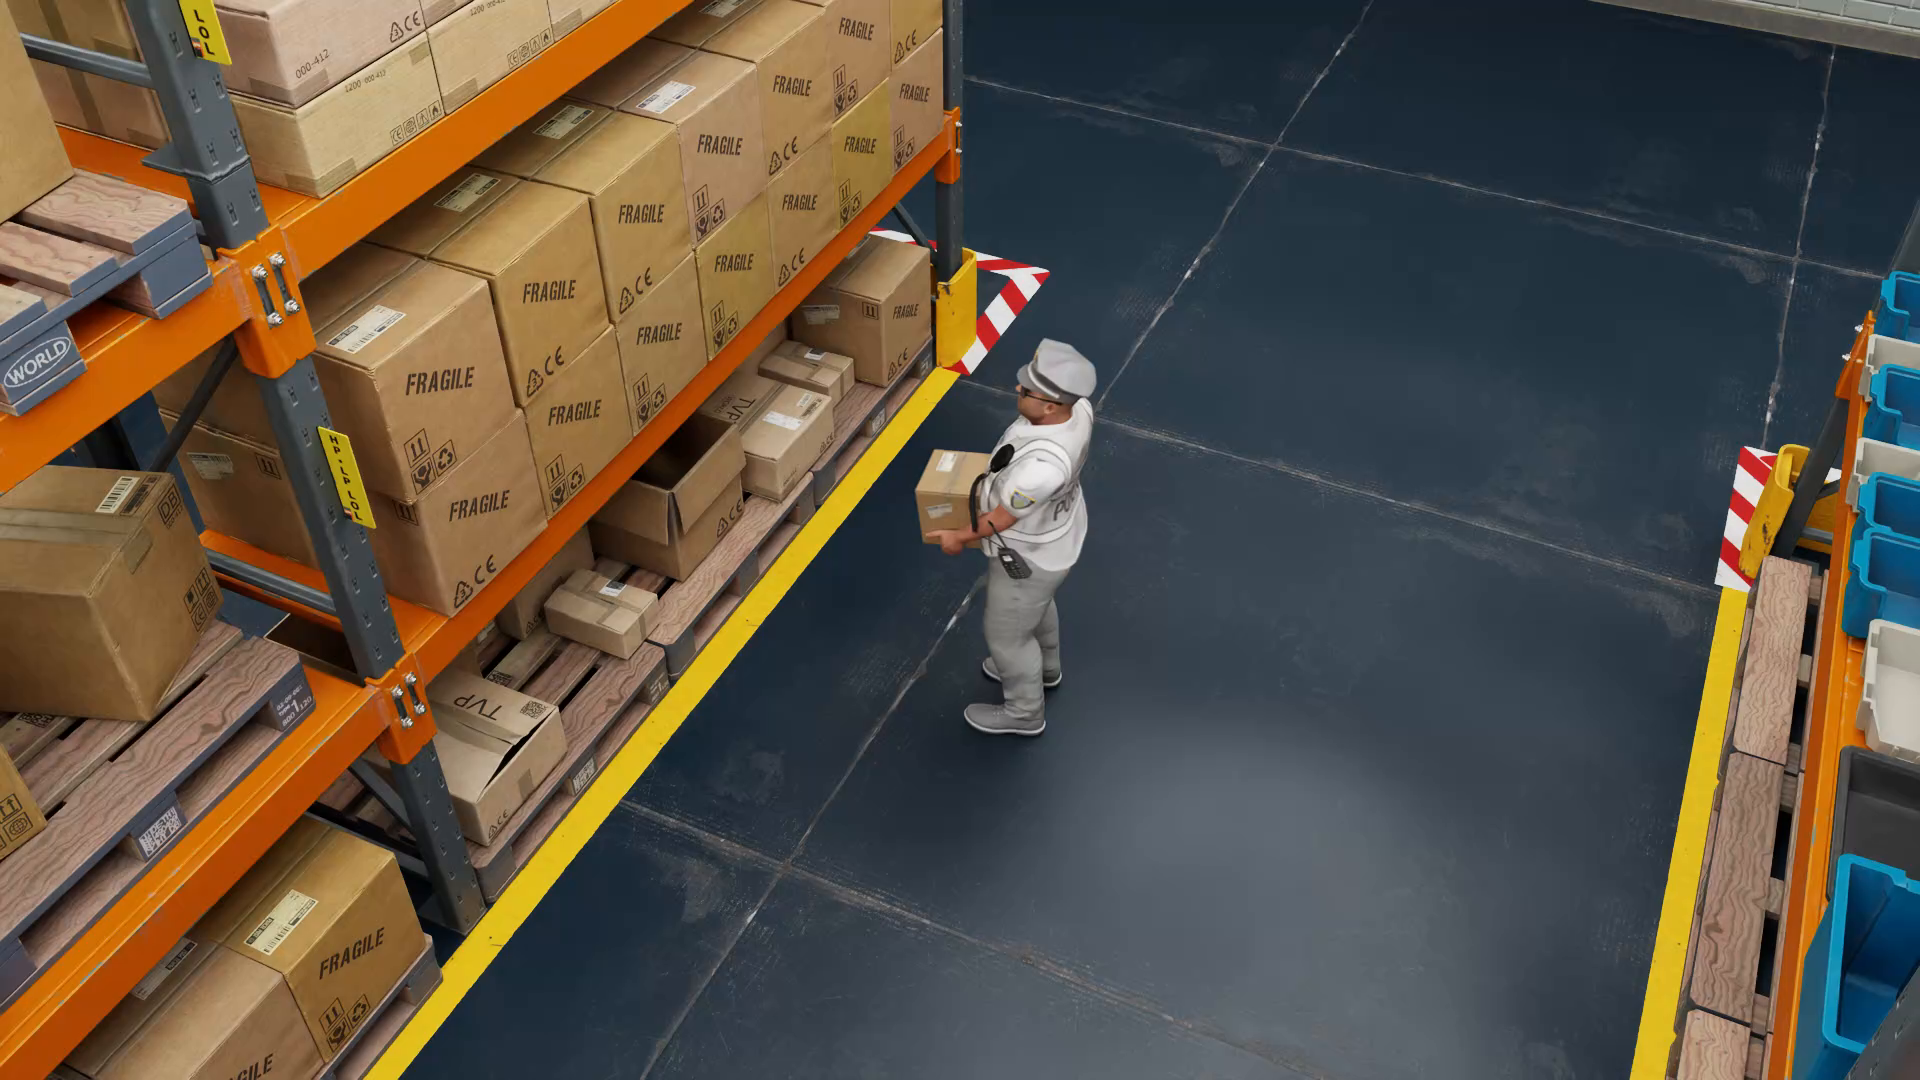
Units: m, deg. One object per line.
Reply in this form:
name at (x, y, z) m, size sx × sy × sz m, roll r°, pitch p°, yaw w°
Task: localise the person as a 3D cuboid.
person at (0.182, -0.005, 6.149) m, size 0.573 × 1.762 × 0.493 m, roll 10°, pitch 43°, yaw 12°
